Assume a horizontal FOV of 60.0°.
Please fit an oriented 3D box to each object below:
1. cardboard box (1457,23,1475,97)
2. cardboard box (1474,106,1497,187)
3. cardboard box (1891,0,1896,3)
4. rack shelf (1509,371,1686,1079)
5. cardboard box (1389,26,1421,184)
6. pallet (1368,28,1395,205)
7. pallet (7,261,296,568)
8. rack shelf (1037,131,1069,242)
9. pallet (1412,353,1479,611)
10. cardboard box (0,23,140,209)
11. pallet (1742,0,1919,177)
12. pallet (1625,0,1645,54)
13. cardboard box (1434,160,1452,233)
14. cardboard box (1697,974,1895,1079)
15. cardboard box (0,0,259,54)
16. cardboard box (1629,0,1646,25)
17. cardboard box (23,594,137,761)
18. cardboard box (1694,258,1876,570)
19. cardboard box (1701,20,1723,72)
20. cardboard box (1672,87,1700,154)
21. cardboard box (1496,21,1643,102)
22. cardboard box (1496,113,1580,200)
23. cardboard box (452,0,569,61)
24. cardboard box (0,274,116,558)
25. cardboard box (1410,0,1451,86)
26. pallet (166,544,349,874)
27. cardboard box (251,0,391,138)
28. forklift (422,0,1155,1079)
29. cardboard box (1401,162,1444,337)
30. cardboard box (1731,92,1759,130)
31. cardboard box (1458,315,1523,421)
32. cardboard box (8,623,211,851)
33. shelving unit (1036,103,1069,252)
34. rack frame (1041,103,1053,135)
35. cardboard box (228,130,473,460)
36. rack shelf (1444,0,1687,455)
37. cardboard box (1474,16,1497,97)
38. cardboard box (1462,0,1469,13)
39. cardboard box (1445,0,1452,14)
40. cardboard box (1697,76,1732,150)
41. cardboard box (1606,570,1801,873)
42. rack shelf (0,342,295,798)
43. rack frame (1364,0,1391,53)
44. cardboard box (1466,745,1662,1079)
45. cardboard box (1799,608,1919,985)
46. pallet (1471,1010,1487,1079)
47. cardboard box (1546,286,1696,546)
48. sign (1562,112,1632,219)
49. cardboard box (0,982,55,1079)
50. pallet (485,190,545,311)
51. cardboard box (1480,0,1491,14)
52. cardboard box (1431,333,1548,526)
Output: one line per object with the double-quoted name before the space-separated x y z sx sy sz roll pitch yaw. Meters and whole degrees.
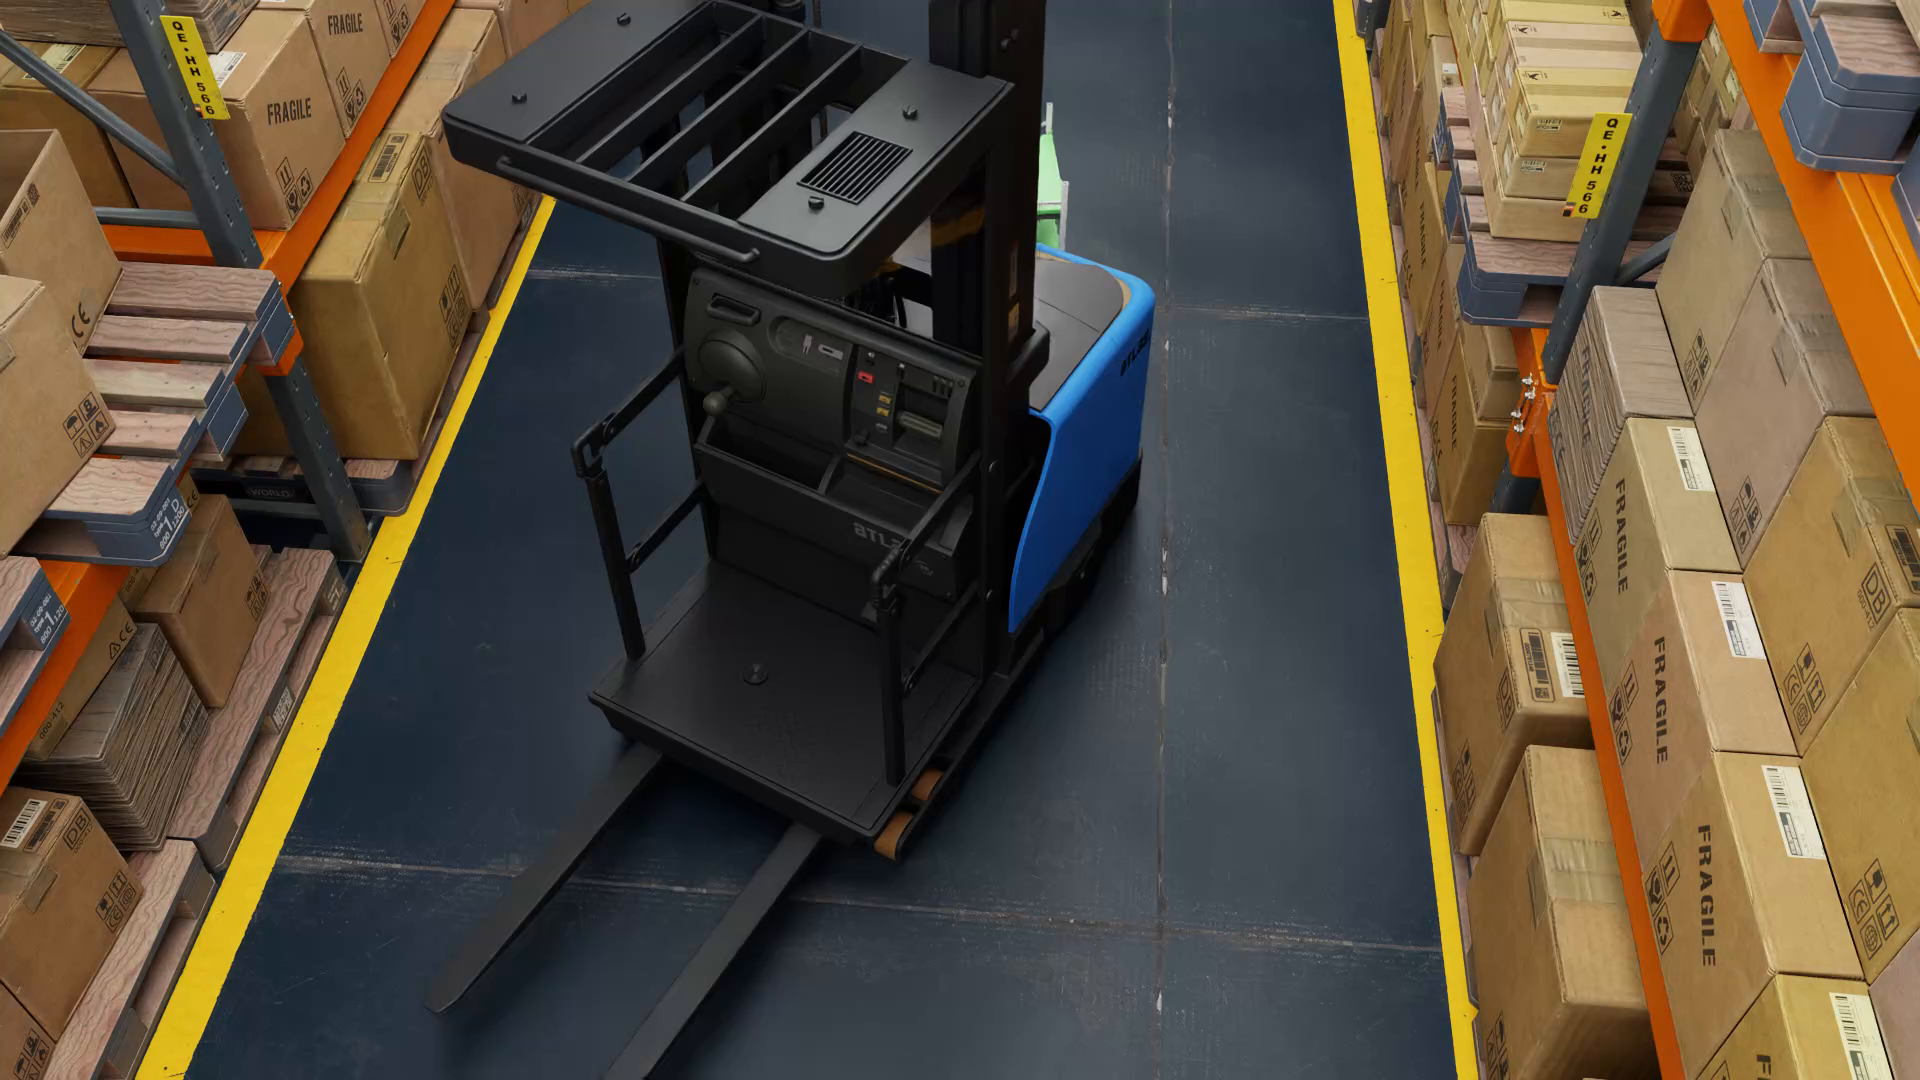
"cardboard box" 1.884 -1.596 5.562 0.380 0.149 0.250 3 48 3
"cardboard box" 1.835 -1.224 5.222 0.380 0.149 0.250 4 48 3
"cardboard box" 1.938 -1.232 3.019 0.500 0.311 0.500 4 48 4
"rack shelf" 2.041 1.122 3.679 1.077 0.370 4.000 4 48 4
"cardboard box" 2.210 -1.914 7.377 0.500 0.500 0.500 6 48 5
"pallet" 2.518 -2.017 7.952 1.003 0.211 1.213 4 48 4
"pallet" -2.666 -0.403 4.716 1.213 0.211 1.003 4 48 4
"rack shelf" 0.237 -1.285 6.048 0.258 0.148 0.480 -3 48 -3
"pallet" 2.296 -0.224 6.312 1.003 0.211 1.213 4 48 4
"cardboard box" -2.909 -1.412 5.441 0.500 0.500 0.500 5 48 5
"pallet" 2.217 -1.063 3.284 1.213 0.211 1.003 6 48 5
"pallet" 2.363 -1.984 6.161 1.003 0.211 1.213 4 48 4
"cardboard box" 2.122 -1.407 6.405 0.500 0.250 0.500 5 48 4
"cardboard box" 1.732 1.171 3.079 0.500 0.500 0.500 4 48 4
"cardboard box" -2.624 -1.907 5.214 0.797 0.503 0.637 5 48 5
"cardboard box" 2.584 -1.937 5.875 0.380 0.149 0.250 4 48 4
"cardboard box" -2.776 0.328 4.805 0.500 0.250 0.500 9 48 8
"cardboard box" 2.128 -0.261 3.711 0.700 0.500 0.500 3 48 3
"cardboard box" 2.507 -1.553 5.120 0.380 0.149 0.250 4 48 3
"cardboard box" 2.514 -1.358 5.345 0.380 0.149 0.250 6 48 5
"cardboard box" 1.836 -1.424 5.002 0.380 0.149 0.250 3 48 3
"cardboard box" 1.815 -1.142 4.946 0.380 0.149 0.250 5 48 4
"cardboard box" -2.461 -2.234 7.416 1.225 0.875 0.875 2 48 2
"cardboard box" -2.668 -0.358 4.192 0.700 0.500 0.500 10 48 9
"cardboard box" 2.211 -2.165 7.098 0.500 0.250 0.500 5 48 5
"pallet" -2.780 0.517 5.635 1.003 0.211 1.213 4 48 4
"cardboard box" -2.347 -1.750 5.750 0.500 0.500 0.500 3 48 2
"forklift" -0.494 -0.363 4.595 1.130 2.935 3.031 23 52 20
"cardboard box" 2.106 -1.161 6.689 0.500 0.500 0.500 2 48 2
"cardboard box" 2.459 -1.178 4.777 0.380 0.149 0.250 4 48 4
"cardboard box" 2.024 -0.662 5.724 0.500 0.250 0.500 3 48 3
"cardboard box" -2.786 0.599 5.066 0.700 0.500 0.500 0 48 0
"shelving unit" 0.237 -1.004 6.355 0.258 1.200 0.503 -3 48 -3
"rack frame" 0.219 -1.184 6.520 0.240 1.200 0.015 -3 48 -3
"cardboard box" -2.623 -0.929 6.222 1.225 0.875 0.875 2 48 2
"rack shelf" 2.405 -1.818 6.367 1.077 0.370 4.000 4 48 4
"cardboard box" 1.859 -1.532 5.302 0.380 0.149 0.250 5 48 4
"cardboard box" 1.907 -1.898 5.637 0.380 0.149 0.250 4 48 3
"cardboard box" 1.932 -1.983 5.917 0.380 0.149 0.250 5 48 5
"cardboard box" 2.490 -1.289 5.081 0.380 0.149 0.250 6 48 5
"cardboard box" 1.823 0.431 3.755 0.500 0.500 0.500 4 48 3
"rack shelf" -2.889 0.714 4.052 1.077 0.370 4.000 4 48 4
"rack frame" 2.588 -3.530 7.446 1.000 3.000 0.127 4 48 4
"cardboard box" 2.002 1.111 4.441 1.050 0.750 0.750 5 48 4
"cardboard box" 2.037 0.492 3.022 0.700 0.500 0.500 3 48 3
"pallet" 1.963 1.819 4.444 1.003 0.211 1.213 4 48 4
"cardboard box" 1.913 -0.313 4.436 0.500 0.500 0.500 4 48 4
"sign" 1.682 -0.984 4.387 0.100 0.325 0.005 4 48 4
"cardboard box" -2.881 1.426 4.309 0.700 0.500 0.500 0 48 0
"pallet" -2.446 -1.526 7.503 1.003 0.211 1.213 4 48 4
"cardboard box" 1.881 -1.813 5.358 0.380 0.149 0.250 5 48 5
"cardboard box" 2.023 -0.390 5.983 0.500 0.500 0.500 4 48 3
